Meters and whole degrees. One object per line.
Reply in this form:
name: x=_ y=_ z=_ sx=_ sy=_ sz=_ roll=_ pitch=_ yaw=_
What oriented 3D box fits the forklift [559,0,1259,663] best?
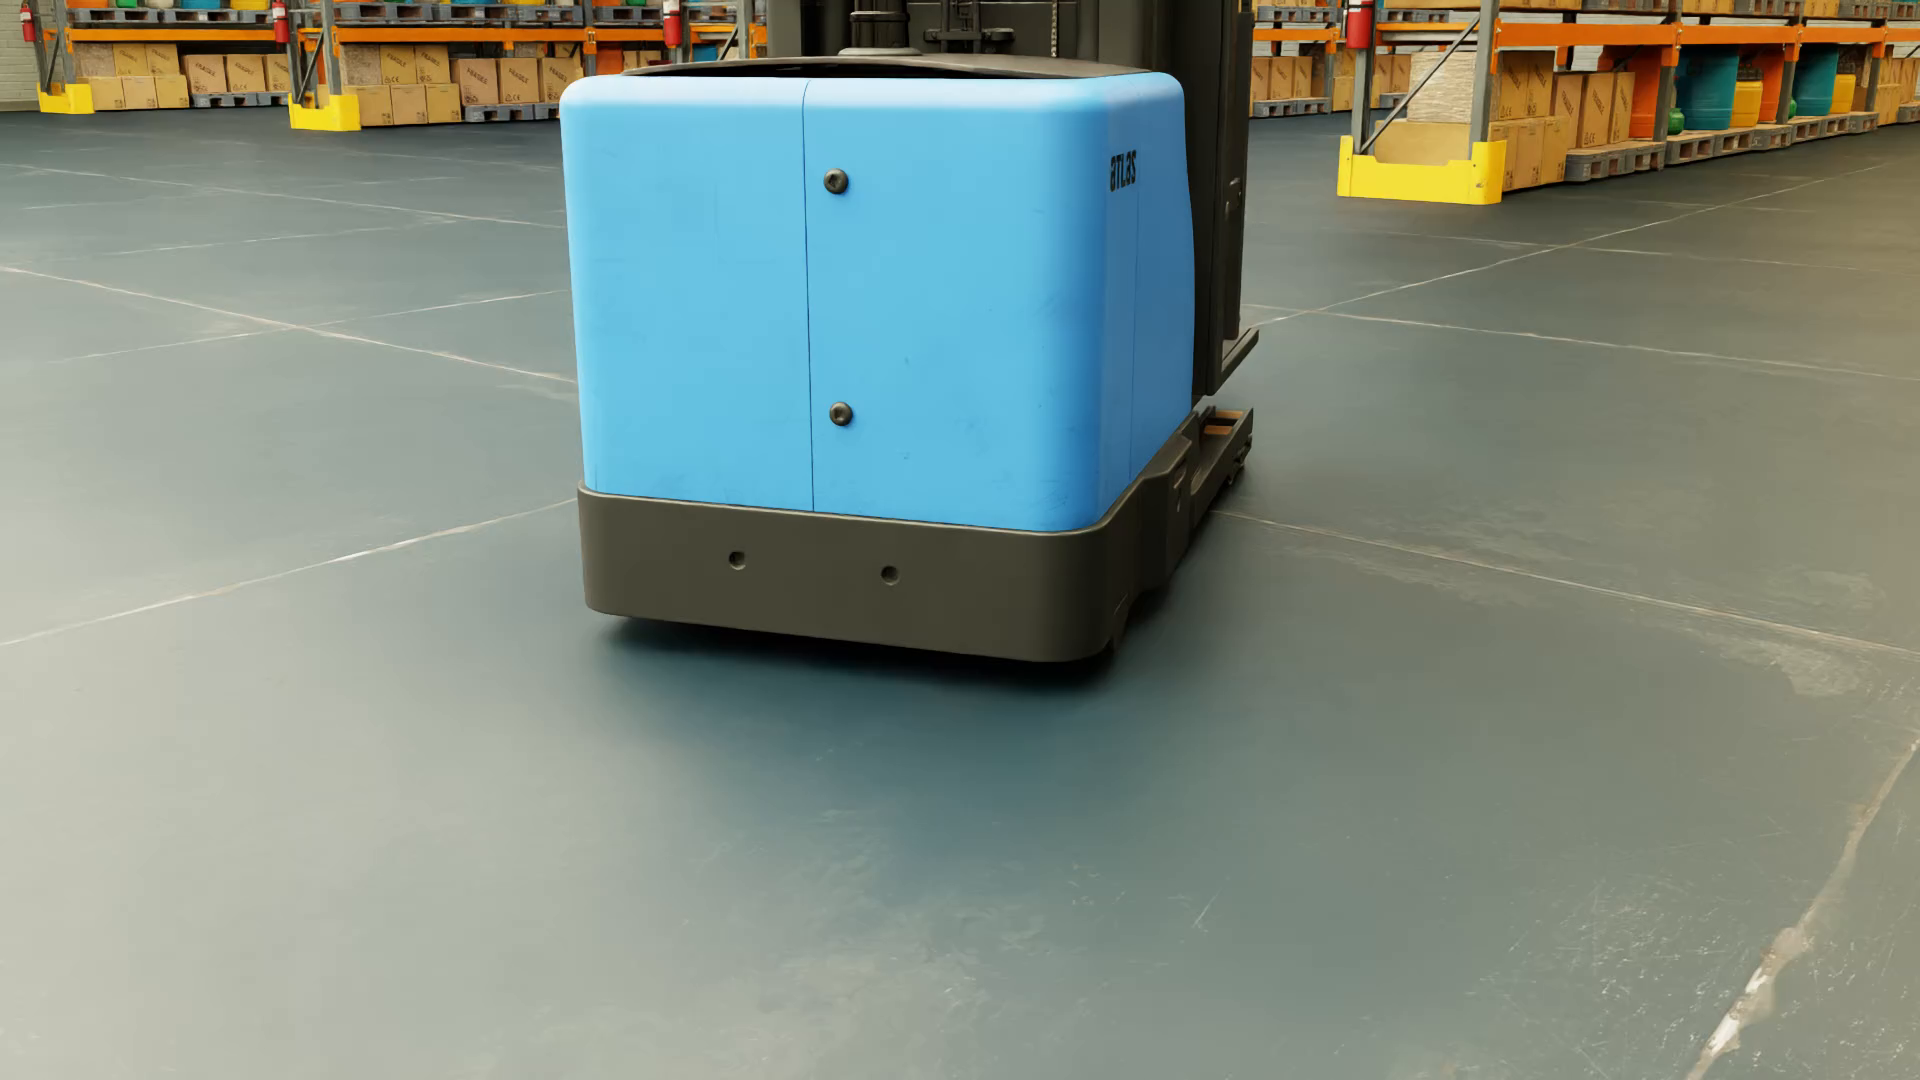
forklift: x=0.182 y=-1.571 z=4.072 sx=1.130 sy=2.935 sz=3.031 roll=5 pitch=18 yaw=17
